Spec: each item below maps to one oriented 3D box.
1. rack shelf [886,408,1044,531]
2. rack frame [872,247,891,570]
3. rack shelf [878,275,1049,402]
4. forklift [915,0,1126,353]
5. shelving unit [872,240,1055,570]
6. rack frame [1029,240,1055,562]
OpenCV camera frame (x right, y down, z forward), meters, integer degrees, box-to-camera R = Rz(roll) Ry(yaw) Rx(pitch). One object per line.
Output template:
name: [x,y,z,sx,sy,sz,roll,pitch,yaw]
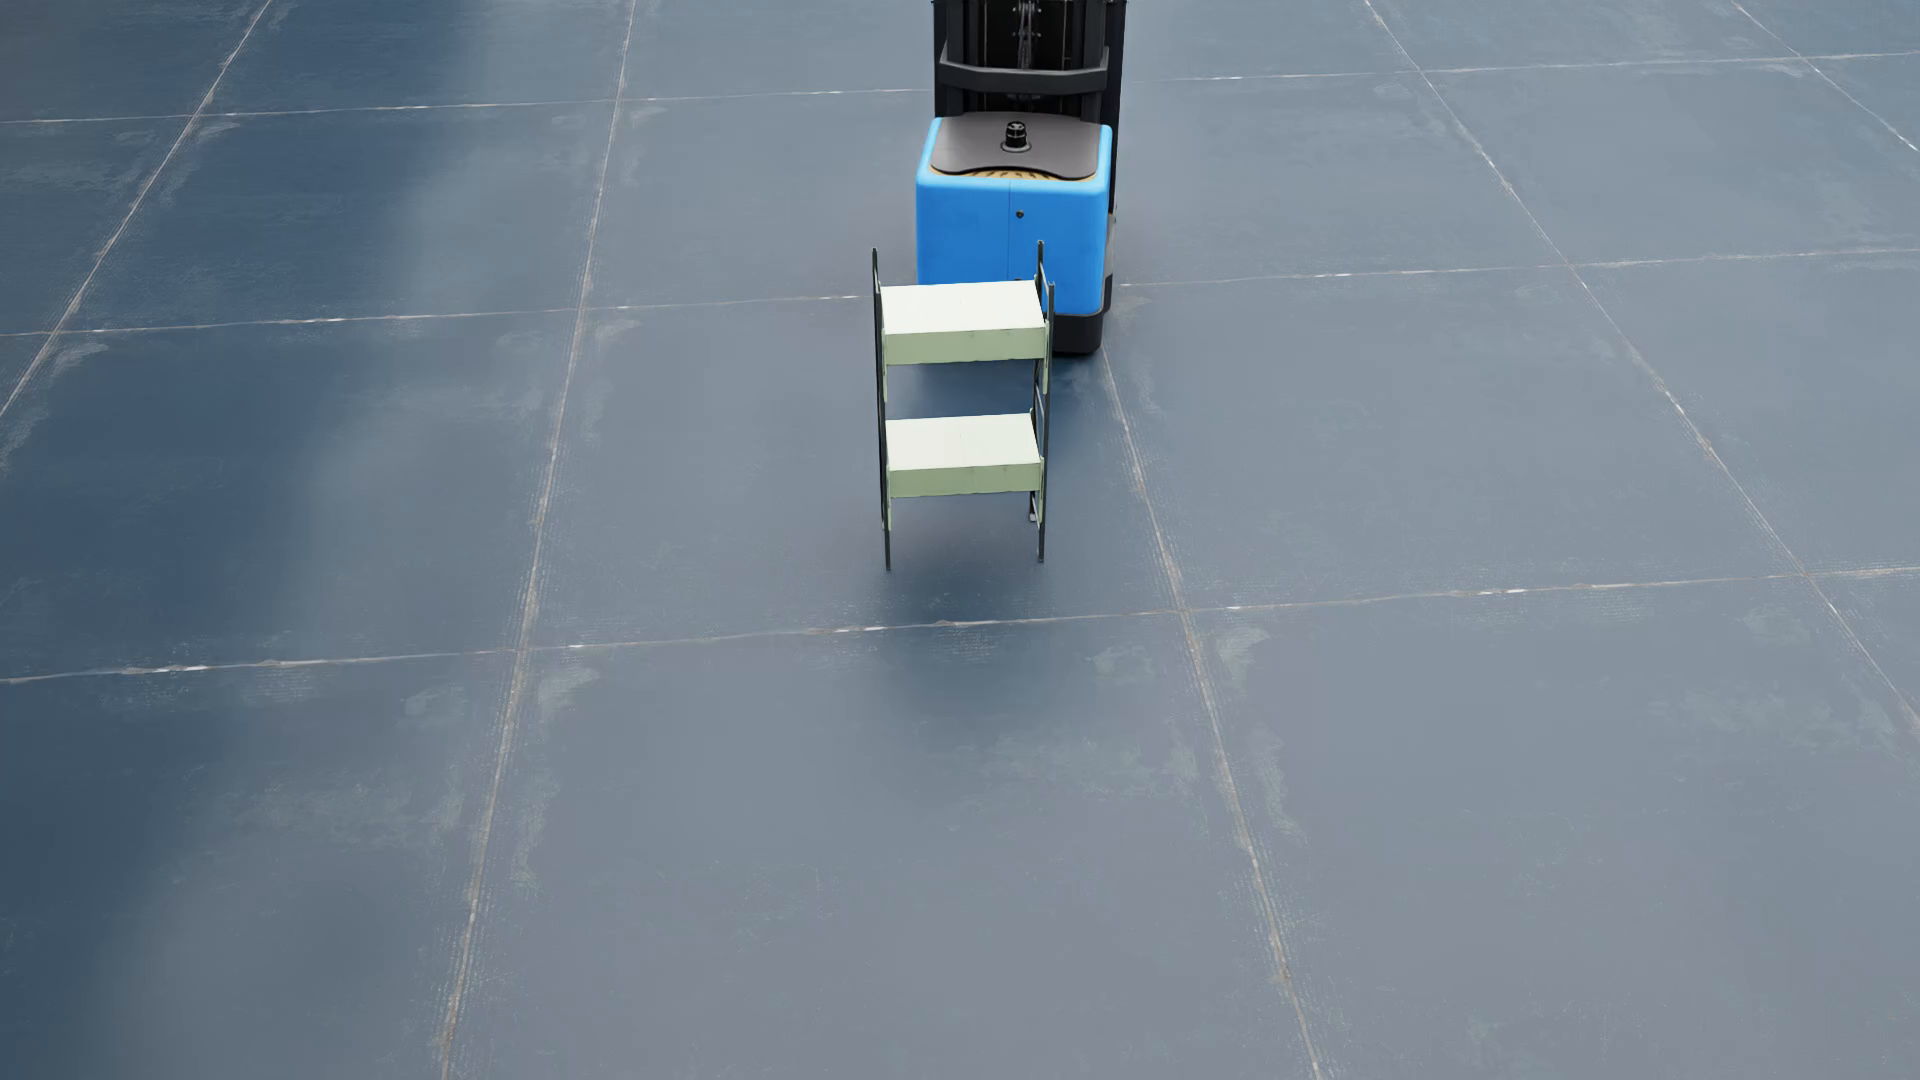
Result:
rack shelf: [0.007,-0.333,7.810,0.720,0.370,0.431,-3,38,-4]
rack frame: [-0.358,-0.569,7.582,0.023,1.500,0.400,-3,38,-4]
rack shelf: [0.007,-0.896,7.366,0.720,0.370,0.431,-3,38,-4]
forklift: [0.420,-3.098,9.632,1.130,2.935,3.031,4,38,5]
shelving unit: [0.007,-0.589,7.608,0.755,1.500,0.431,-3,38,-4]
rack frame: [0.371,-0.609,7.633,0.023,1.500,0.400,-3,38,-4]
